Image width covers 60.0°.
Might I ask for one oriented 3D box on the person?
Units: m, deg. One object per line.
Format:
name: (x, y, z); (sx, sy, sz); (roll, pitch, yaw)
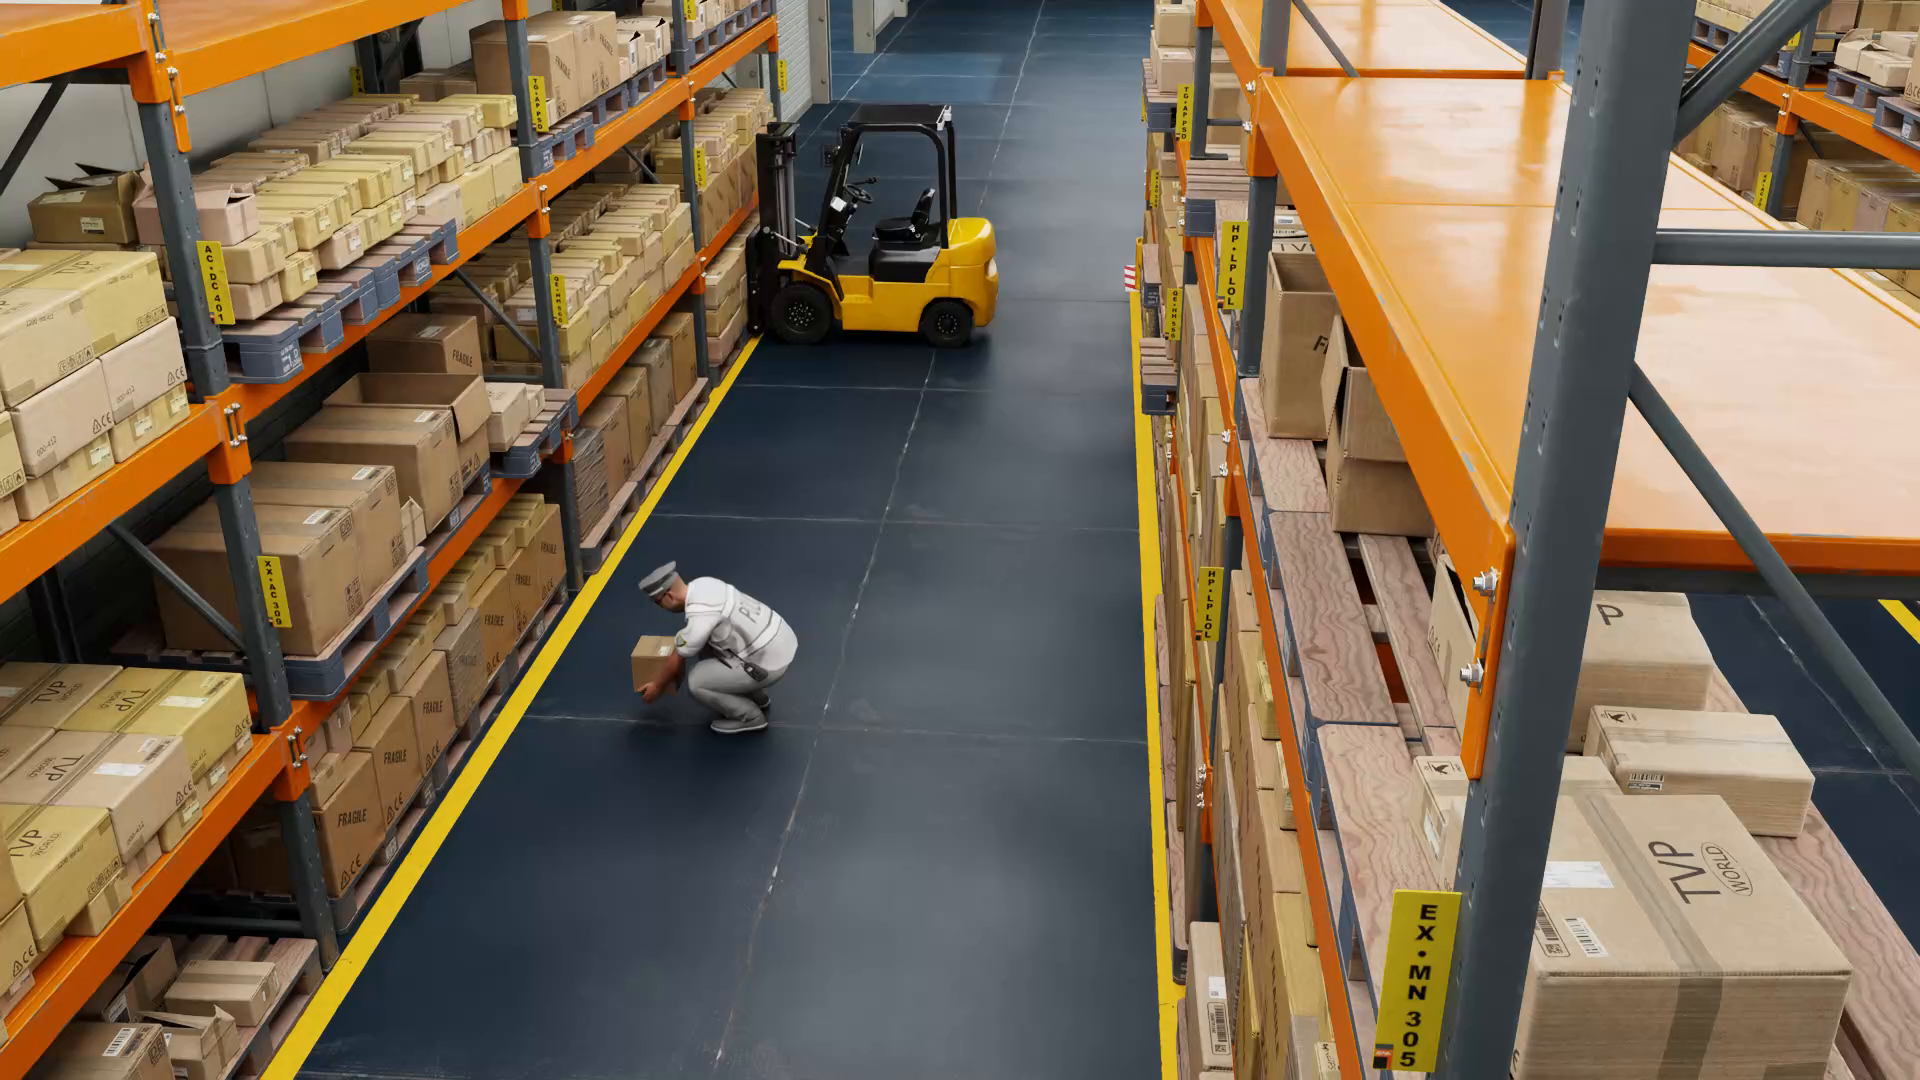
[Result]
person: (-1.408, 0.589, 9.615); (0.913, 1.015, 0.536); (2, 24, 3)
